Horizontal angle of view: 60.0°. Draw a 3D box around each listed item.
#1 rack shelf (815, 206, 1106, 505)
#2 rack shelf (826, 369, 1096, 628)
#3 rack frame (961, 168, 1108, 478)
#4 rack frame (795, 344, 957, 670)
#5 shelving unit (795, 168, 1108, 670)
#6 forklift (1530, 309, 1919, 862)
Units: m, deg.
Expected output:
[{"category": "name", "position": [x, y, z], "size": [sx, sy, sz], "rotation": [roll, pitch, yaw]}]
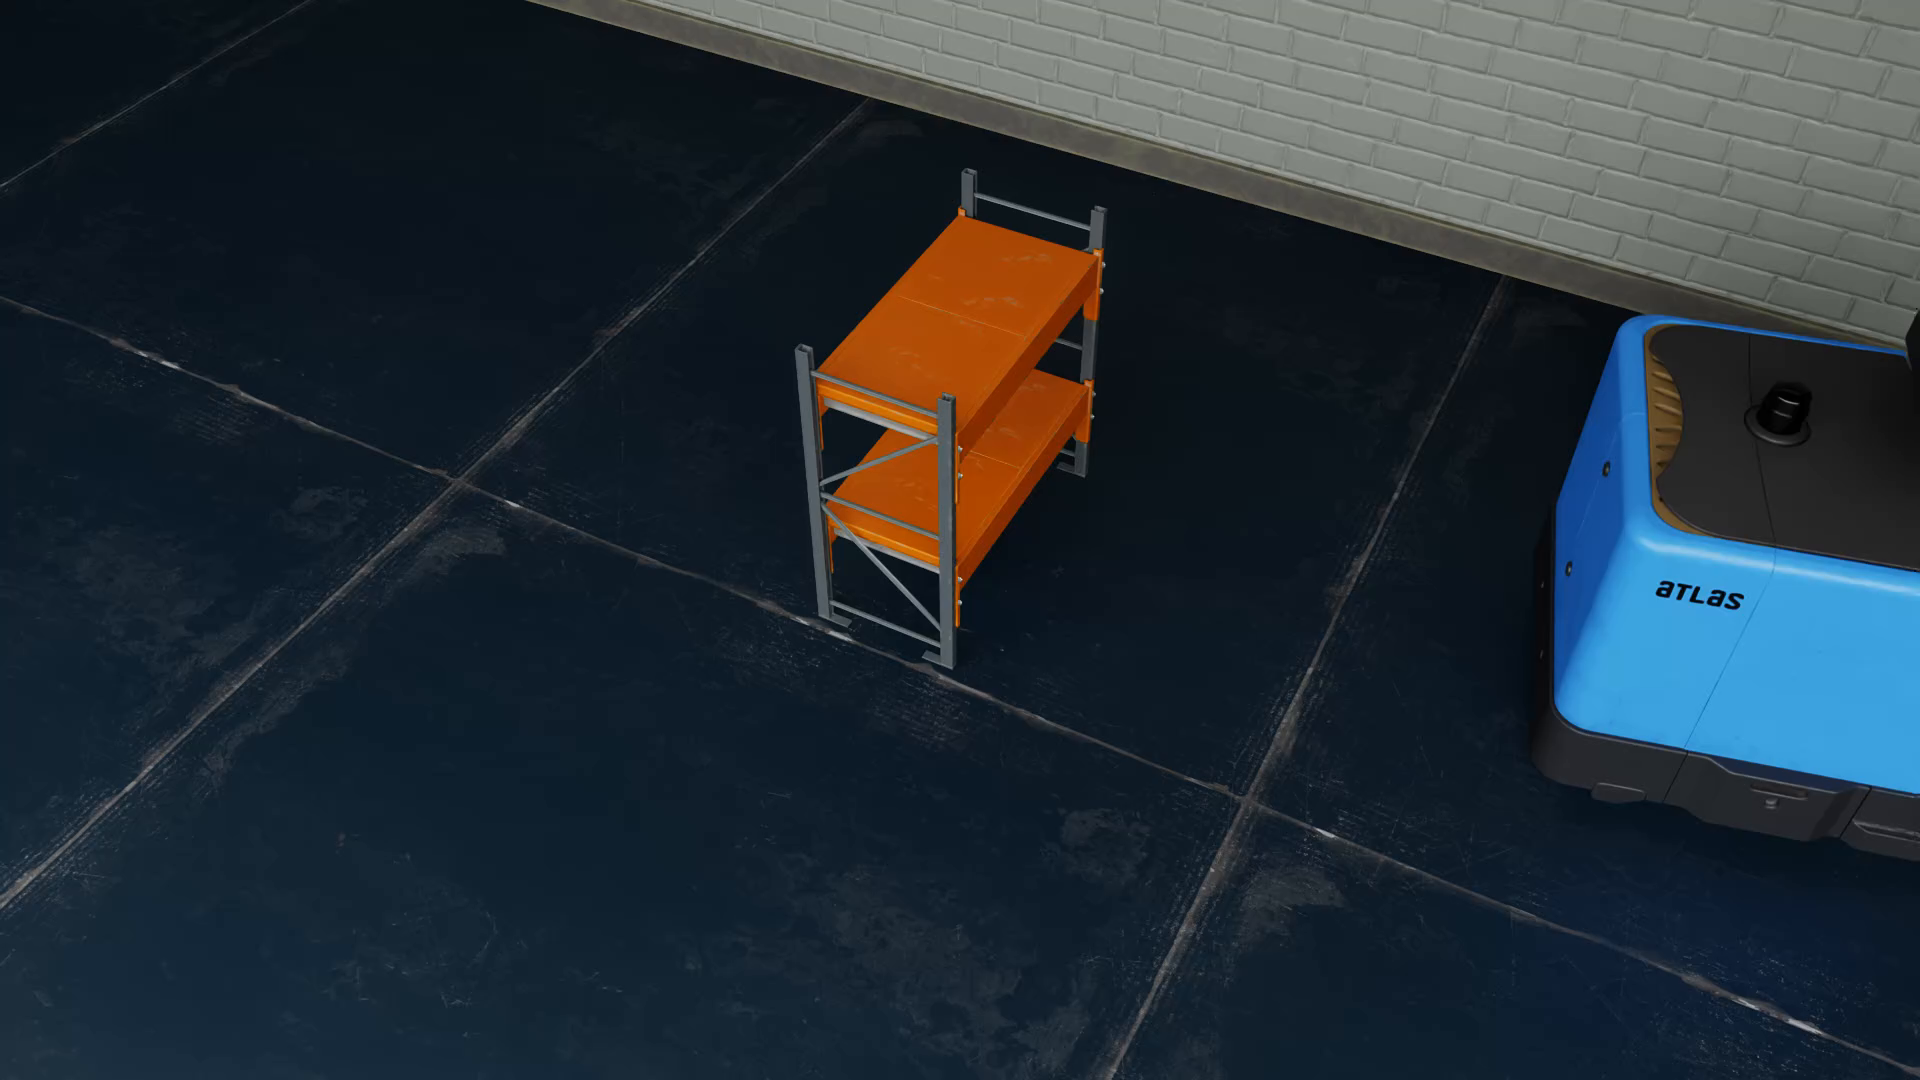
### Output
[{"category": "rack shelf", "position": [-0.003, -0.597, 5.138], "size": [0.538, 0.278, 1.000], "rotation": [20, 49, 19]}, {"category": "rack shelf", "position": [-0.003, -0.219, 5.520], "size": [0.538, 0.278, 1.000], "rotation": [20, 49, 19]}, {"category": "rack frame", "position": [0.233, -0.711, 5.662], "size": [0.500, 1.125, 0.032], "rotation": [20, 49, 19]}, {"category": "rack frame", "position": [-0.239, -0.071, 5.029], "size": [0.500, 1.125, 0.032], "rotation": [20, 49, 19]}, {"category": "shelving unit", "position": [-0.003, -0.391, 5.346], "size": [0.538, 1.125, 1.048], "rotation": [20, 49, 19]}, {"category": "forklift", "position": [3.292, -0.365, 4.050], "size": [3.031, 2.935, 1.130], "rotation": [10, 46, 10]}]
